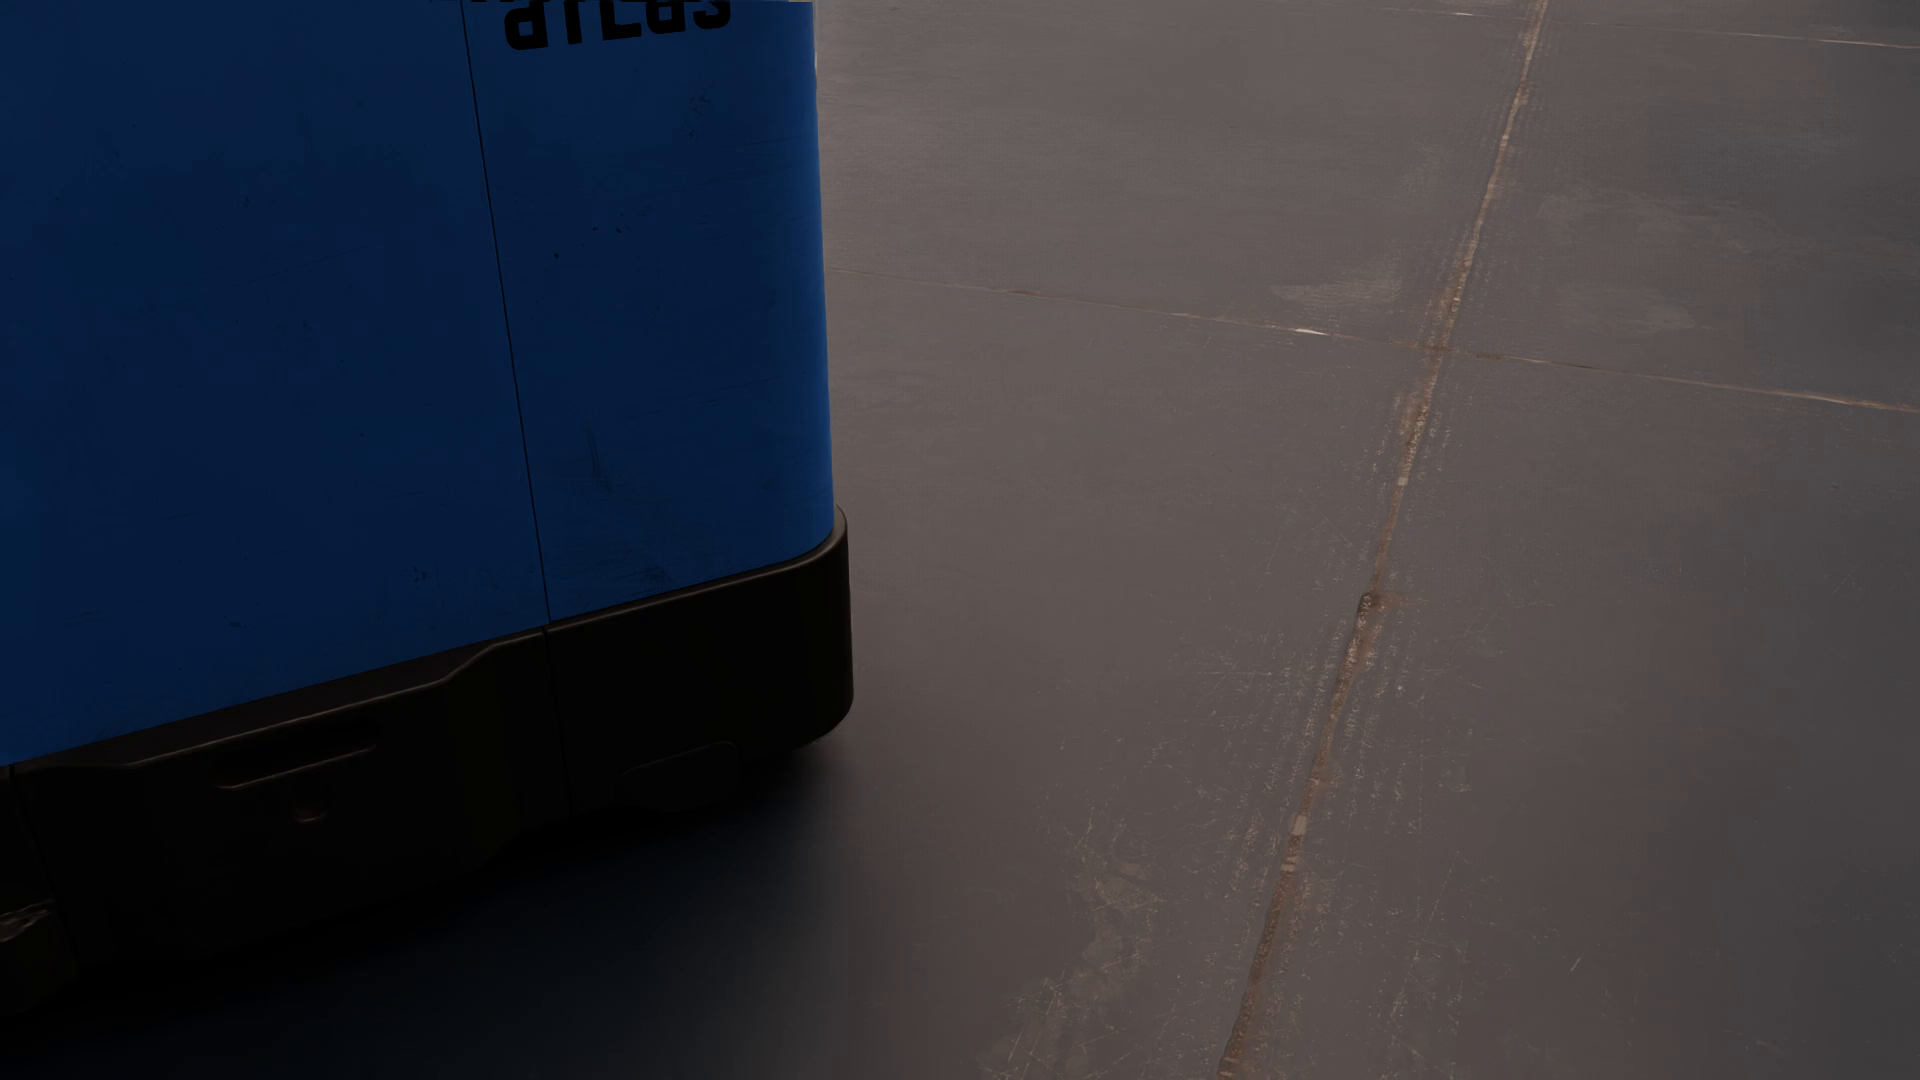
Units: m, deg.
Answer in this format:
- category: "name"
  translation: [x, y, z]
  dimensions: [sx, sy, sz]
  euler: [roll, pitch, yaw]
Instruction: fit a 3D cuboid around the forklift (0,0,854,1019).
- category: "forklift"
  translation: [-1.672, -0.869, 1.061]
  dimensions: [3.031, 2.935, 1.130]
  euler: [-15, 33, -25]
